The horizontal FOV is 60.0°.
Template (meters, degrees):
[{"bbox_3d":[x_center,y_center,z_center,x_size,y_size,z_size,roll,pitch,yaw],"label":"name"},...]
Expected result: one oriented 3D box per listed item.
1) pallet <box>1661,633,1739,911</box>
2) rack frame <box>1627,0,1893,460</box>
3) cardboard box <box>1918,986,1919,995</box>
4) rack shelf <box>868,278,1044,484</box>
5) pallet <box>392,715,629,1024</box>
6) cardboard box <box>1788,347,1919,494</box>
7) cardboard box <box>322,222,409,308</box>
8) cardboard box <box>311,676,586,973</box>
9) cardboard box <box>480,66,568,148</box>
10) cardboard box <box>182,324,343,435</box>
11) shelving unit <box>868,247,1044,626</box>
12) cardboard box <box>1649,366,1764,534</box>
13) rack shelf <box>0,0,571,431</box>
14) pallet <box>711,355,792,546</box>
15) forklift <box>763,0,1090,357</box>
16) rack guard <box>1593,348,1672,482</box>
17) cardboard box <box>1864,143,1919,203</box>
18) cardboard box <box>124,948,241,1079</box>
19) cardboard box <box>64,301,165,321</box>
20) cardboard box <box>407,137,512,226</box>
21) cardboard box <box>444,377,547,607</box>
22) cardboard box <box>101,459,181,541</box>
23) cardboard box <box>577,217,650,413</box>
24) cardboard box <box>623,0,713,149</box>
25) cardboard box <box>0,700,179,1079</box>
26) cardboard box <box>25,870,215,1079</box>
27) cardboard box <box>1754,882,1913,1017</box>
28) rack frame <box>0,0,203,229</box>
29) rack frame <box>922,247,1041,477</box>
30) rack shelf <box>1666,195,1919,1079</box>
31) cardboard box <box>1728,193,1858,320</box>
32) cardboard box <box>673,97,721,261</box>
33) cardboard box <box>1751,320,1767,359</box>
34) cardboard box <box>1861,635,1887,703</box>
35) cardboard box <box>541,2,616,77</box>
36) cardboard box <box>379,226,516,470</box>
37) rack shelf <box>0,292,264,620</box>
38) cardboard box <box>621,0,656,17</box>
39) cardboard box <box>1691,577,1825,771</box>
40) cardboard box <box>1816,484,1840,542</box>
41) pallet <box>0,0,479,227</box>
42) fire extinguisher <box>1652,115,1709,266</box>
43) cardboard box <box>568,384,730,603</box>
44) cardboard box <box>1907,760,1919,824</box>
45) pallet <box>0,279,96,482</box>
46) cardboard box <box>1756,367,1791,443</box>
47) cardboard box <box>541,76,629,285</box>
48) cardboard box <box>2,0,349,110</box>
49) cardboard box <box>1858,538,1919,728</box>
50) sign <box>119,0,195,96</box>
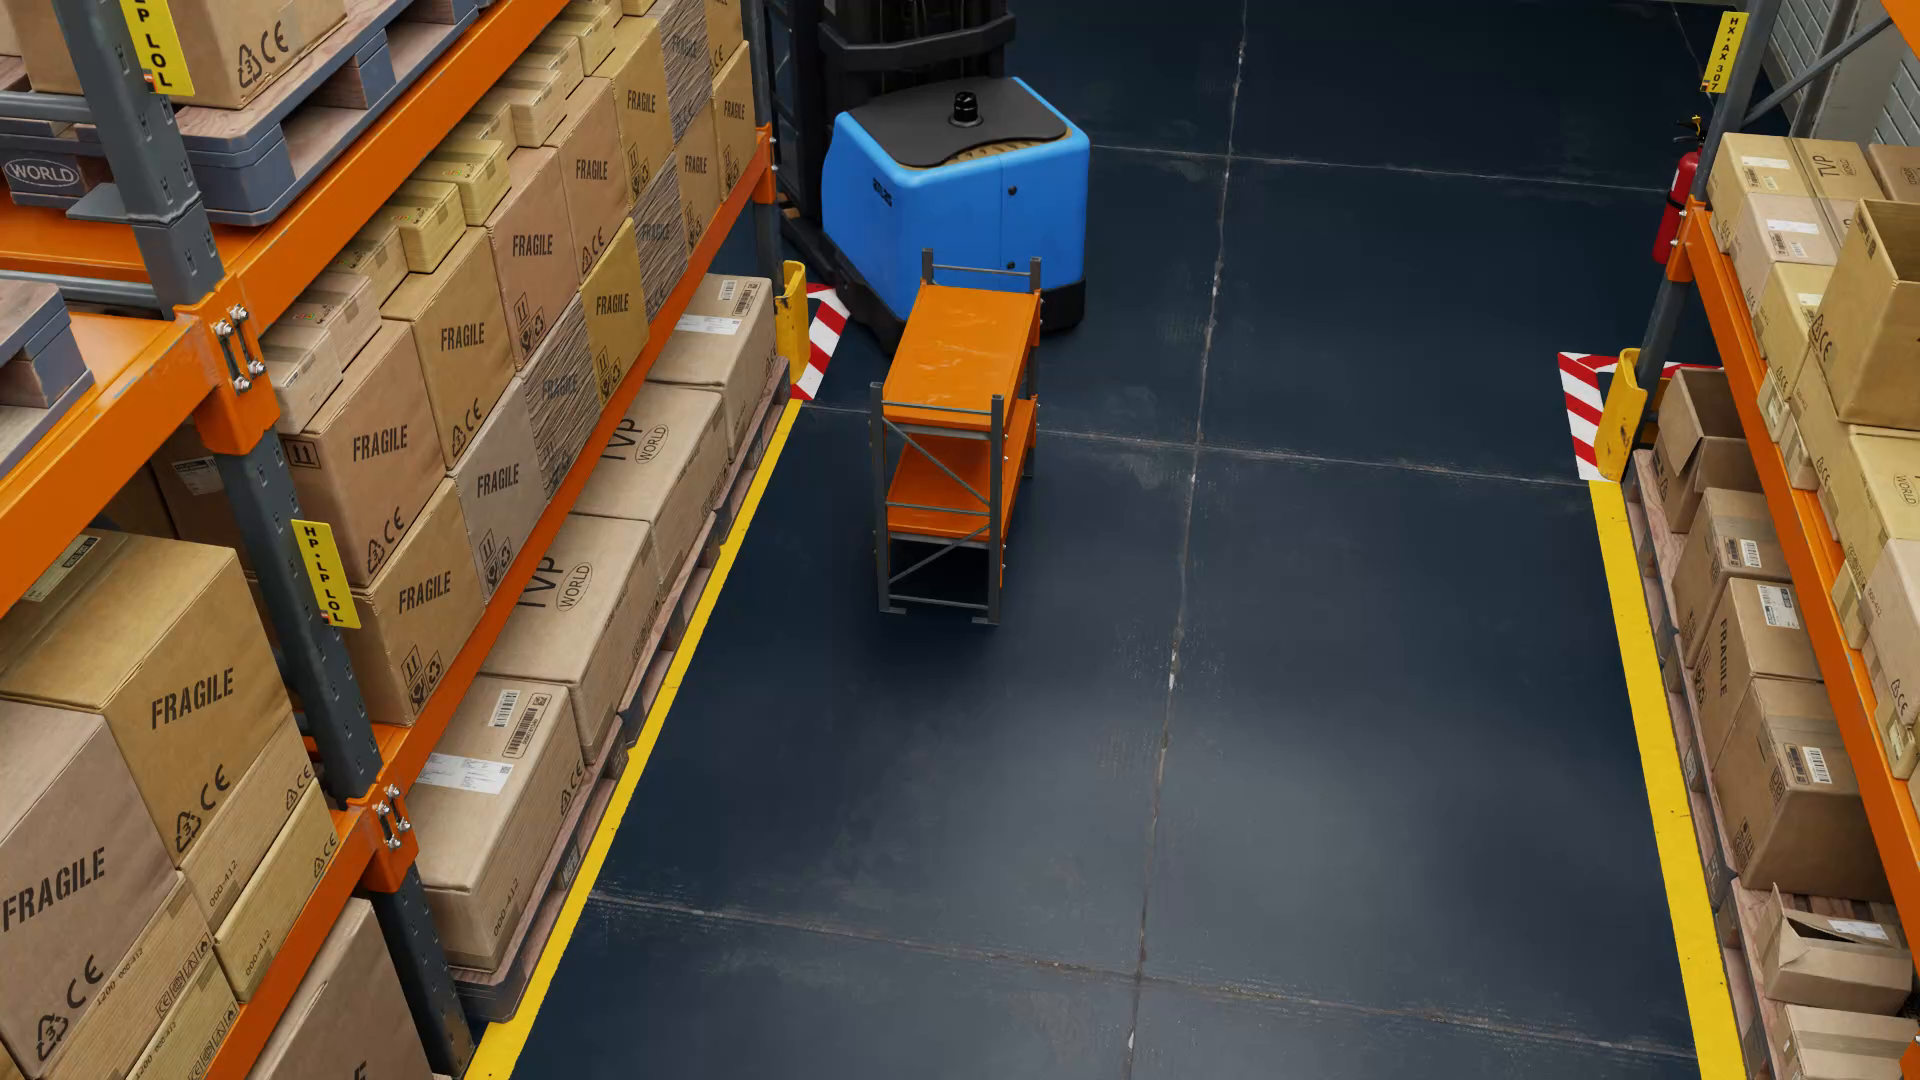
[{"bbox_3d":[3.175,0.867,6.036,1.003,0.211,1.213,6,40,8],"label":"pallet"},{"bbox_3d":[3.539,-1.520,6.734,1.000,3.000,0.127,6,40,8],"label":"rack frame"},{"bbox_3d":[3.194,1.477,4.891,0.500,0.311,0.500,8,40,9],"label":"cardboard box"},{"bbox_3d":[0.001,-0.663,6.710,0.538,0.278,1.000,6,40,8],"label":"rack shelf"},{"bbox_3d":[-1.834,1.052,5.812,1.003,0.211,1.213,6,40,8],"label":"pallet"},{"bbox_3d":[2.956,-0.363,5.220,0.500,0.250,0.500,5,40,7],"label":"cardboard box"},{"bbox_3d":[-1.701,-0.725,4.401,0.380,0.149,0.250,6,40,7],"label":"cardboard box"},{"bbox_3d":[-1.828,0.889,5.502,0.875,0.438,0.875,6,40,7],"label":"cardboard box"},{"bbox_3d":[-1.450,-1.351,5.158,0.380,0.149,0.250,7,40,8],"label":"cardboard box"},{"bbox_3d":[-1.732,-0.398,4.005,0.380,0.149,0.250,6,40,7],"label":"cardboard box"},{"bbox_3d":[0.001,-0.438,6.897,0.538,1.125,1.048,6,40,8],"label":"shelving unit"},{"bbox_3d":[3.340,-0.346,6.944,0.797,0.503,0.637,5,40,6],"label":"cardboard box"},{"bbox_3d":[-1.697,-1.688,5.148,1.077,0.370,4.000,6,40,8],"label":"rack shelf"},{"bbox_3d":[-1.412,-0.479,7.664,1.003,0.211,1.213,6,40,8],"label":"pallet"},{"bbox_3d":[-0.454,-2.926,8.489,1.130,2.935,3.031,-17,42,-19],"label":"forklift"},{"bbox_3d":[3.526,-0.509,7.473,1.175,0.500,0.348,6,40,8],"label":"rack guard"},{"bbox_3d":[3.721,-1.259,6.302,0.500,0.250,0.500,7,40,9],"label":"cardboard box"},{"bbox_3d":[-1.961,1.132,3.644,0.500,0.250,0.500,6,40,7],"label":"cardboard box"},{"bbox_3d":[-2.150,-0.610,4.262,0.380,0.149,0.250,7,40,9],"label":"cardboard box"},{"bbox_3d":[-1.523,-1.038,4.779,0.380,0.149,0.250,5,40,6],"label":"cardboard box"},{"bbox_3d":[-1.612,-0.174,5.028,0.500,0.500,0.500,7,40,8],"label":"cardboard box"},{"bbox_3d":[-2.233,-0.305,4.401,0.500,0.500,0.500,6,40,7],"label":"cardboard box"},{"bbox_3d":[-1.431,-0.809,5.795,0.500,0.500,0.500,8,40,9],"label":"cardboard box"},{"bbox_3d":[-1.261,-1.828,6.244,0.500,0.500,0.500,7,40,8],"label":"cardboard box"},{"bbox_3d":[-1.955,0.655,3.240,0.500,0.500,0.500,7,40,9],"label":"cardboard box"},{"bbox_3d":[-1.959,0.929,3.498,0.500,0.250,0.500,7,40,9],"label":"cardboard box"},{"bbox_3d":[2.716,1.276,5.168,0.396,0.266,0.258,8,40,9],"label":"cardboard box"},{"bbox_3d":[-2.043,-1.866,2.445,1.000,3.000,0.127,6,40,8],"label":"rack frame"},{"bbox_3d":[0.089,-0.757,7.283,0.500,1.125,0.032,6,40,8],"label":"rack frame"},{"bbox_3d":[3.193,0.013,5.445,1.077,0.370,4.000,6,40,8],"label":"rack shelf"},{"bbox_3d":[3.108,-1.005,5.996,0.500,0.250,0.500,7,40,8],"label":"cardboard box"},{"bbox_3d":[-1.275,-1.458,6.581,0.500,0.500,0.500,6,40,7],"label":"cardboard box"},{"bbox_3d":[3.098,-0.761,6.014,0.380,0.149,0.250,8,40,9],"label":"cardboard box"},{"bbox_3d":[2.770,0.366,4.650,0.380,0.149,0.250,7,40,9],"label":"cardboard box"},{"bbox_3d":[-1.382,-1.684,5.561,0.380,0.149,0.250,7,40,9],"label":"cardboard box"},{"bbox_3d":[-1.628,-0.567,4.718,0.500,0.500,0.500,6,40,7],"label":"cardboard box"},{"bbox_3d":[-2.389,0.822,2.112,1.077,0.370,4.000,6,40,8],"label":"rack shelf"},{"bbox_3d":[-1.281,-2.004,5.948,0.380,0.149,0.250,7,40,9],"label":"cardboard box"},{"bbox_3d":[2.964,0.508,5.913,0.500,0.500,0.500,7,40,8],"label":"cardboard box"},{"bbox_3d":[2.938,-0.107,5.222,0.380,0.149,0.250,6,40,8],"label":"cardboard box"},{"bbox_3d":[-1.891,-1.188,4.049,1.003,0.211,1.213,6,40,8],"label":"pallet"},{"bbox_3d":[3.109,-1.489,7.051,0.296,0.674,0.183,6,40,8],"label":"fire extinguisher"},{"bbox_3d":[-1.516,-0.238,6.866,0.875,0.438,0.875,7,40,9],"label":"cardboard box"},{"bbox_3d":[2.677,0.694,4.254,0.380,0.149,0.250,7,40,9],"label":"cardboard box"},{"bbox_3d":[-2.153,-0.056,2.760,0.805,0.209,1.217,5,40,6],"label":"pallet"},{"bbox_3d":[2.940,-0.444,5.630,0.380,0.149,0.250,5,40,6],"label":"cardboard box"},{"bbox_3d":[-1.439,-1.203,5.488,0.500,0.500,0.500,6,40,7],"label":"cardboard box"},{"bbox_3d":[-1.734,-1.295,3.622,0.500,0.500,0.500,7,40,8],"label":"cardboard box"},{"bbox_3d":[2.767,0.271,4.452,0.500,0.250,0.500,7,40,8],"label":"cardboard box"},{"bbox_3d":[-1.506,-0.977,3.071,0.100,0.325,0.005,6,40,8],"label":"sign"}]
